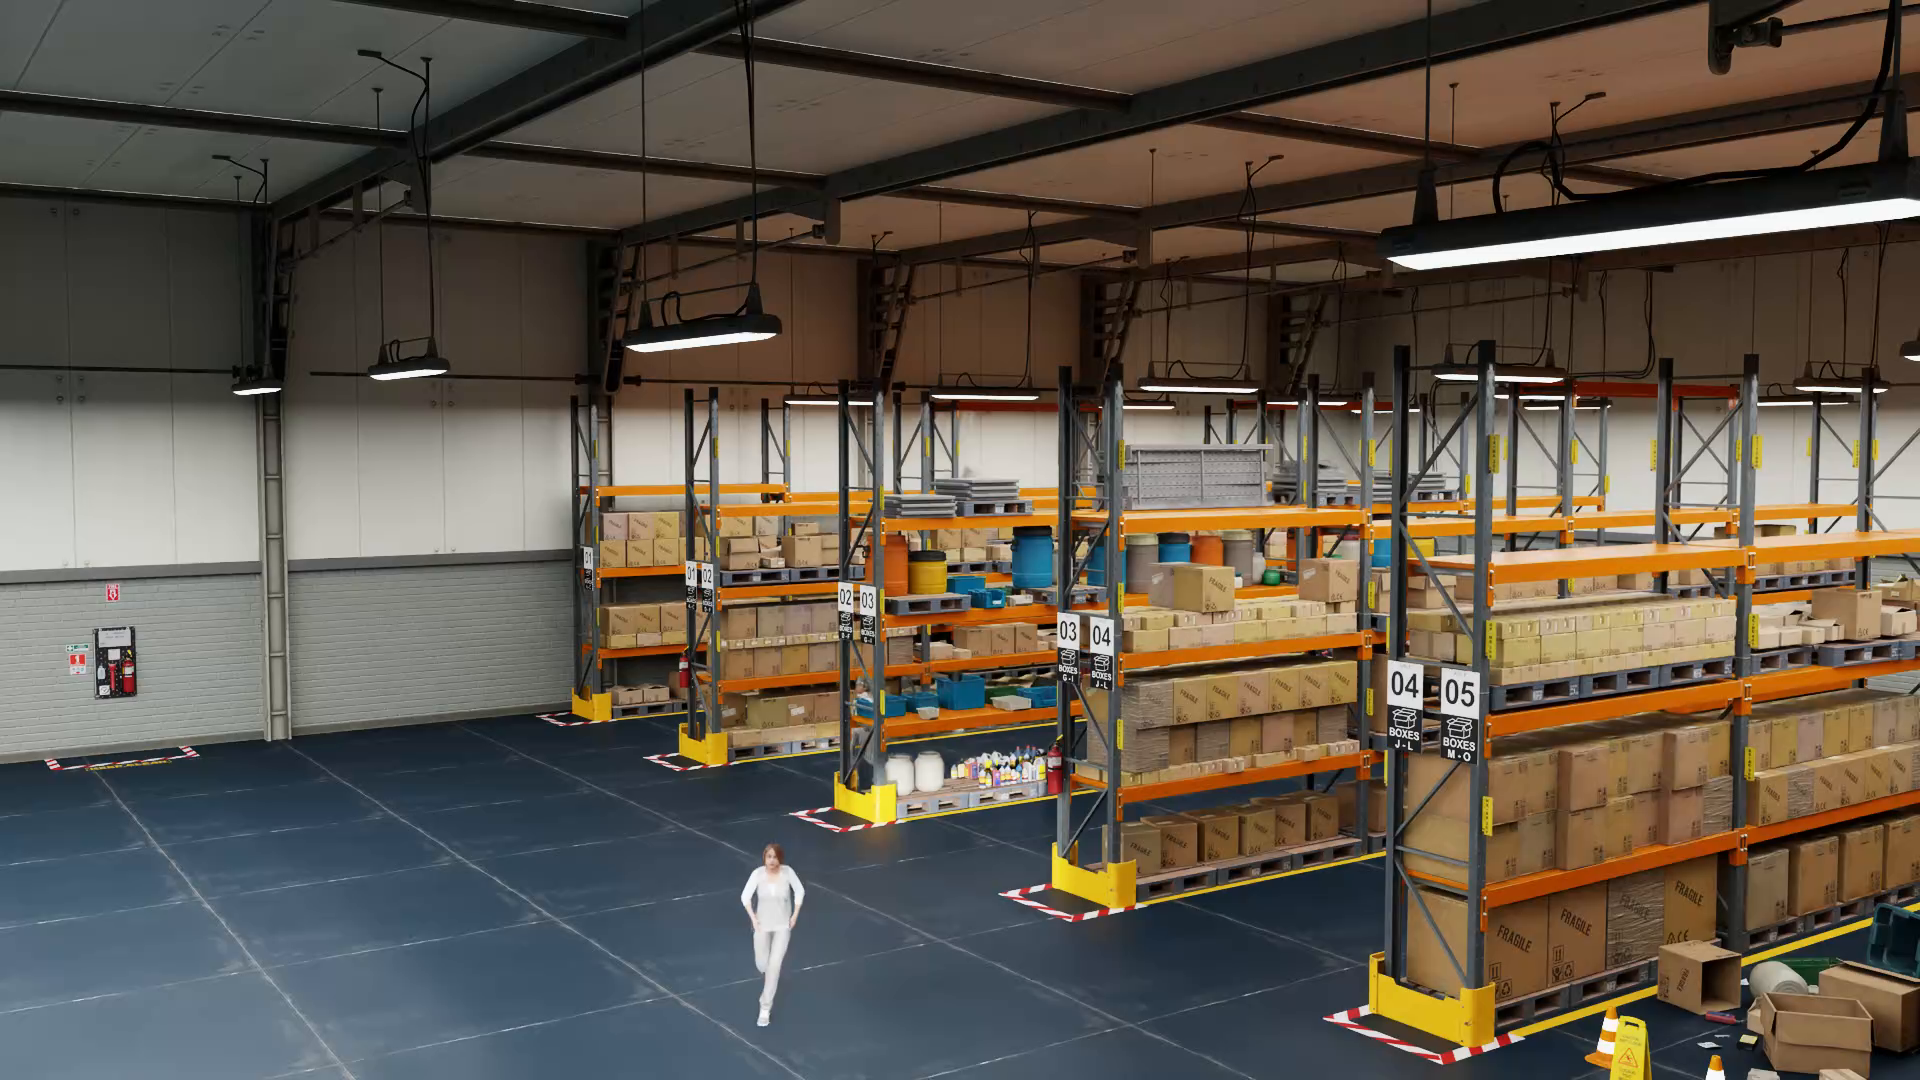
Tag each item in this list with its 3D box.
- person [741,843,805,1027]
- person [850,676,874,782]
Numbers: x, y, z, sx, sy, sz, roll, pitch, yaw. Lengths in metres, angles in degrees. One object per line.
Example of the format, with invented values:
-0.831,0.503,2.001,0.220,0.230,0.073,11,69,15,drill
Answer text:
-1.683,3.492,14.965,0.566,1.583,0.705,0,3,-3,person
-1.403,2.868,24.700,0.746,1.749,0.622,-2,4,-27,person
